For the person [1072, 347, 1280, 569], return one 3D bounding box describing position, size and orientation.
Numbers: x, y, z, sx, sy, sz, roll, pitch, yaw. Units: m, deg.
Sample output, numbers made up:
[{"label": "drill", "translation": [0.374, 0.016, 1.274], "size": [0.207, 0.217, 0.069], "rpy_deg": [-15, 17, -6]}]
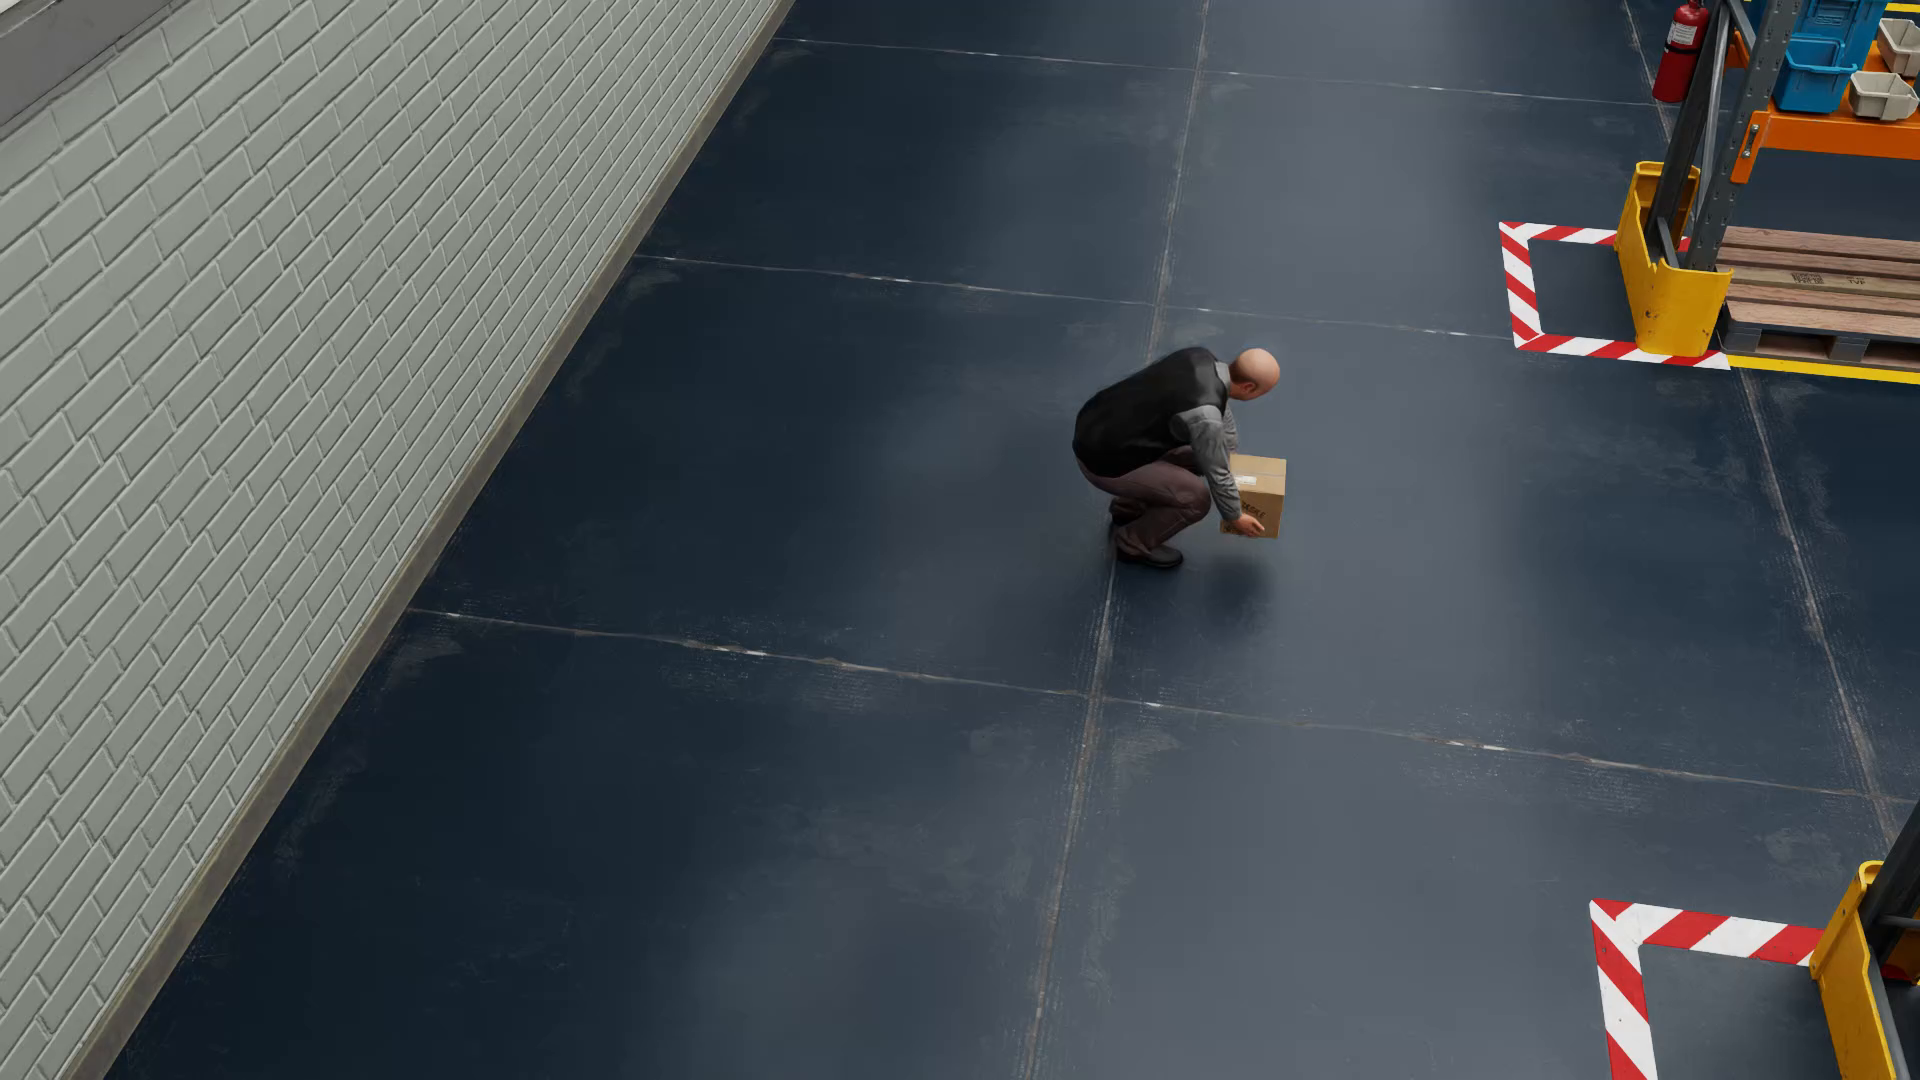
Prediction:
[{"label": "person", "translation": [0.921, -0.399, 7.190], "size": [0.855, 1.025, 0.543], "rpy_deg": [6, 41, 7]}]
